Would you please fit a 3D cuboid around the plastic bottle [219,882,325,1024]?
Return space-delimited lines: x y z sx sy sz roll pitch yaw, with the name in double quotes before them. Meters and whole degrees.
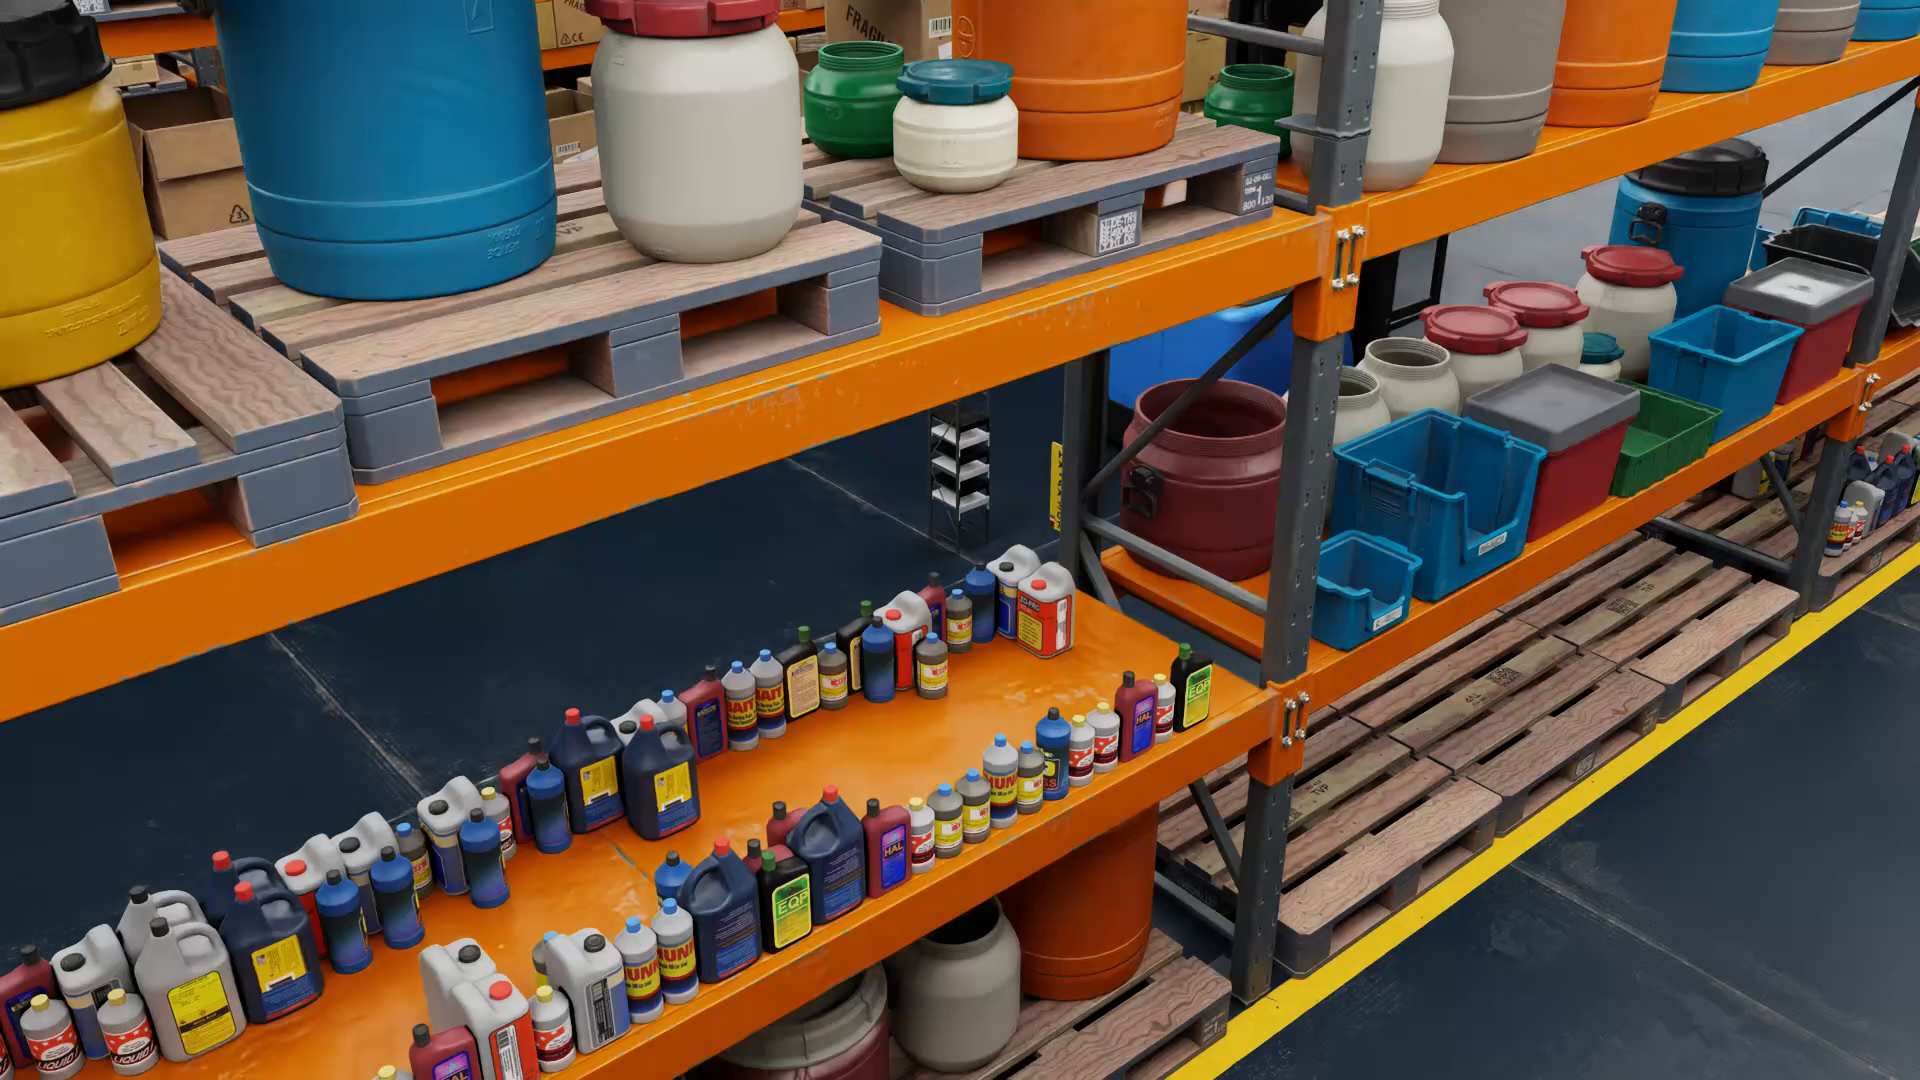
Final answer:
"plastic bottle" -1.611 0.934 3.872 0.185 0.351 0.144 -22 35 -35

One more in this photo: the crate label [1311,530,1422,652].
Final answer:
"crate label" 1.274 0.172 5.424 0.416 0.233 0.303 -22 35 -35

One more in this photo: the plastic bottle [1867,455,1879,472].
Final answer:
"plastic bottle" 4.669 -0.308 8.572 0.097 0.271 0.097 0 28 0

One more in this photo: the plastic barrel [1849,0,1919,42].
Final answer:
"plastic barrel" 3.507 -2.442 6.423 0.708 0.901 0.600 -22 35 -35

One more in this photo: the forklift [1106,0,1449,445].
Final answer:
"forklift" 2.275 -2.139 9.643 3.031 2.935 1.130 -21 35 -34

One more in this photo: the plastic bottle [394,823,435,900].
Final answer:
"plastic bottle" -1.408 0.815 4.254 0.097 0.201 0.097 0 28 0

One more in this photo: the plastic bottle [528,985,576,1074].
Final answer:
"plastic bottle" -0.923 1.090 3.739 0.097 0.201 0.097 0 28 0

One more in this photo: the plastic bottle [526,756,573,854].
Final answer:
"plastic bottle" -1.091 0.694 4.406 0.097 0.271 0.097 0 28 0

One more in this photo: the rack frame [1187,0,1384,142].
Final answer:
"rack frame" 0.710 -2.554 3.981 0.127 3.000 1.000 -22 35 -35

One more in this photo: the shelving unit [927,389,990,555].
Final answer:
"shelving unit" -0.006 -0.394 8.533 0.210 0.900 0.258 -22 35 -35

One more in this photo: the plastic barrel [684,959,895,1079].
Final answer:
"plastic barrel" -0.510 1.472 4.926 0.708 0.588 0.600 -22 35 -35

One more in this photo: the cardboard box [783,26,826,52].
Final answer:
"cardboard box" -1.396 -4.409 15.627 0.875 0.875 0.875 -22 35 -35

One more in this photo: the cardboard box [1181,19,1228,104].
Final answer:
"cardboard box" 1.324 -3.338 11.393 0.500 0.500 0.875 -22 35 -35

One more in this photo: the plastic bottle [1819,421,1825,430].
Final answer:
"plastic bottle" 4.878 -0.767 9.431 0.097 0.271 0.097 0 28 0

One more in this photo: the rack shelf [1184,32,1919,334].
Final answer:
"rack shelf" 2.232 -1.525 6.002 4.000 0.370 1.077 -22 35 -35

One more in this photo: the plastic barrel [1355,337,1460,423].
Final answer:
"plastic barrel" 1.675 -0.477 6.342 0.421 0.512 0.421 0 28 0

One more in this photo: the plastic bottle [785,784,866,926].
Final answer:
"plastic bottle" -0.338 0.774 4.171 0.185 0.351 0.144 -22 35 -35

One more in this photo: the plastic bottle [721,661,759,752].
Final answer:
"plastic bottle" -0.638 0.474 4.817 0.097 0.271 0.097 0 28 0

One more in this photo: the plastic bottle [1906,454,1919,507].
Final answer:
"plastic bottle" 4.933 -0.319 8.579 0.133 0.283 0.061 -20 34 -33

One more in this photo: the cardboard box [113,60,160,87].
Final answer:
"cardboard box" -5.724 -3.252 11.473 0.250 0.149 0.380 -21 35 -34

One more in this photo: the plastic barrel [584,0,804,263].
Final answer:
"plastic barrel" -0.540 -0.879 3.441 0.433 0.535 0.433 0 28 0

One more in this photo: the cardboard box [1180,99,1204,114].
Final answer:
"cardboard box" 1.452 -2.993 11.434 0.250 0.149 0.380 -22 35 -35

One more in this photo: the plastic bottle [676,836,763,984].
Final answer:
"plastic bottle" -0.580 0.871 3.989 0.185 0.351 0.144 -22 35 -35

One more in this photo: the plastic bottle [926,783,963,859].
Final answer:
"plastic bottle" -0.040 0.735 4.404 0.097 0.201 0.097 0 28 0

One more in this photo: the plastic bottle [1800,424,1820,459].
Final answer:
"plastic bottle" 4.644 -0.596 9.097 0.133 0.283 0.061 -22 35 -35

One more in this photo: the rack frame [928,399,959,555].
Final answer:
"rack frame" -0.084 -0.363 8.475 0.006 0.900 0.240 -22 35 -35

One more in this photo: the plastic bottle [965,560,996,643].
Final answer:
"plastic bottle" 0.066 0.191 5.346 0.097 0.271 0.097 0 28 0

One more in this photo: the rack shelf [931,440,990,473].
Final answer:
"rack shelf" -0.006 -0.444 8.507 0.200 0.077 0.258 -22 35 -35

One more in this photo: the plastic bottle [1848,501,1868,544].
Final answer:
"plastic bottle" 4.435 -0.094 8.245 0.097 0.201 0.097 0 28 0

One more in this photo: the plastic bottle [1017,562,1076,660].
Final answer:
"plastic bottle" 0.270 0.218 5.291 0.135 0.276 0.152 -22 35 -35

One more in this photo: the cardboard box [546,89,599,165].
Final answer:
"cardboard box" -2.119 -2.093 8.931 0.500 0.500 0.500 23 36 36

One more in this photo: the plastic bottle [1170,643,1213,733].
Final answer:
"plastic bottle" 0.680 0.420 4.905 0.133 0.283 0.061 -22 35 -35

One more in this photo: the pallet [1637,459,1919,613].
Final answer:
"pallet" 4.291 -0.092 8.698 1.213 0.211 1.003 -22 35 -35

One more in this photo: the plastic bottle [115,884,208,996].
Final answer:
"plastic bottle" -1.846 0.939 3.862 0.185 0.351 0.144 -22 35 -35

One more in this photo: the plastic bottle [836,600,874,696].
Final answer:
"plastic bottle" -0.312 0.326 5.081 0.133 0.283 0.061 -22 35 -35

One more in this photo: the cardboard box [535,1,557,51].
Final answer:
"cardboard box" -3.596 -4.196 13.313 0.500 0.500 0.500 -21 35 -34

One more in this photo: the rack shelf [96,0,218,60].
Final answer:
"rack shelf" -4.026 -2.077 7.036 4.000 0.370 1.077 -22 35 -35

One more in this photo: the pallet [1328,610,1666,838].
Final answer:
"pallet" 2.253 0.728 7.164 1.213 0.211 1.003 -22 35 -35

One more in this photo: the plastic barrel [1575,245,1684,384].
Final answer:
"plastic barrel" 2.883 -0.977 7.252 0.433 0.535 0.433 0 28 0

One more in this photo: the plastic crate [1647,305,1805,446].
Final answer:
"plastic crate" 3.116 -0.675 6.848 0.575 0.384 0.392 -22 35 -35

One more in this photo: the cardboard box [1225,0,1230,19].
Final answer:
"cardboard box" 1.806 -3.876 11.338 0.500 0.500 0.500 -22 35 -35

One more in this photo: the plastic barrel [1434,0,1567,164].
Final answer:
"plastic barrel" 1.476 -1.625 4.894 0.600 0.901 0.600 0 28 0

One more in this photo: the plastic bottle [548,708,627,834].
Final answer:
"plastic bottle" -1.008 0.602 4.493 0.185 0.351 0.144 -22 35 -35

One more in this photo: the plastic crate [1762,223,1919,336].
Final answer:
"plastic crate" 4.234 -1.219 7.914 0.504 0.338 0.767 -22 35 -35

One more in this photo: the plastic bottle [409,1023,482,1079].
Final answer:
"plastic bottle" -1.101 1.136 3.565 0.133 0.283 0.061 -22 35 -35

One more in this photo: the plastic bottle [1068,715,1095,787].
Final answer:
"plastic bottle" 0.330 0.586 4.682 0.097 0.201 0.097 0 28 0

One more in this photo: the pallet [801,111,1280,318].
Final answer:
"pallet" 0.065 -0.948 4.360 1.213 0.211 1.003 -22 35 -35

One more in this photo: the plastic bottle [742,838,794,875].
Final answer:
"plastic bottle" -0.471 0.846 4.109 0.133 0.283 0.061 -22 35 -35
